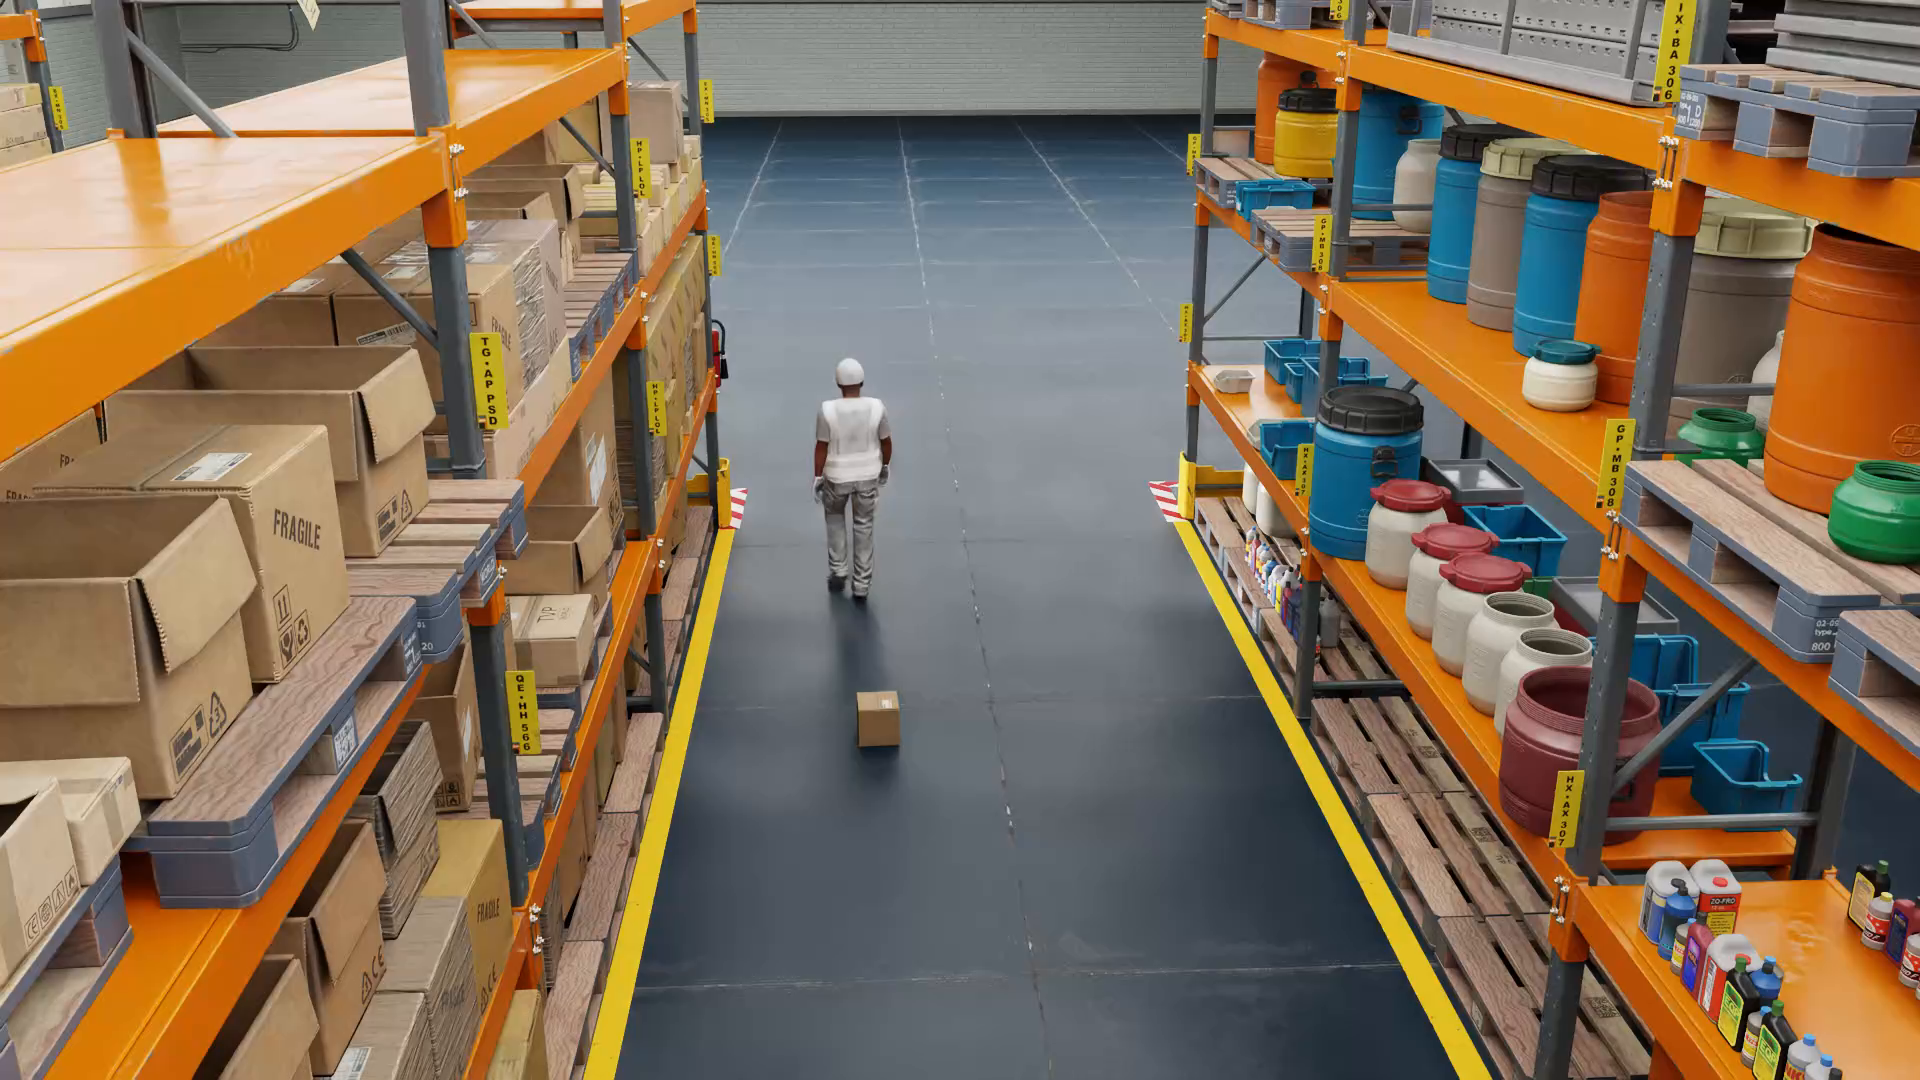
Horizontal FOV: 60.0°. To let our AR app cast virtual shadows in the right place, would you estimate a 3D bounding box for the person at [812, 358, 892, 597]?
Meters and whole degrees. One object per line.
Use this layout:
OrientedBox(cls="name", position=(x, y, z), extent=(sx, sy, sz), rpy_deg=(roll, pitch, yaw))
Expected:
OrientedBox(cls="person", position=(-0.803, -0.461, 12.333), extent=(0.603, 1.847, 0.611), rpy_deg=(-3, 20, -8))
